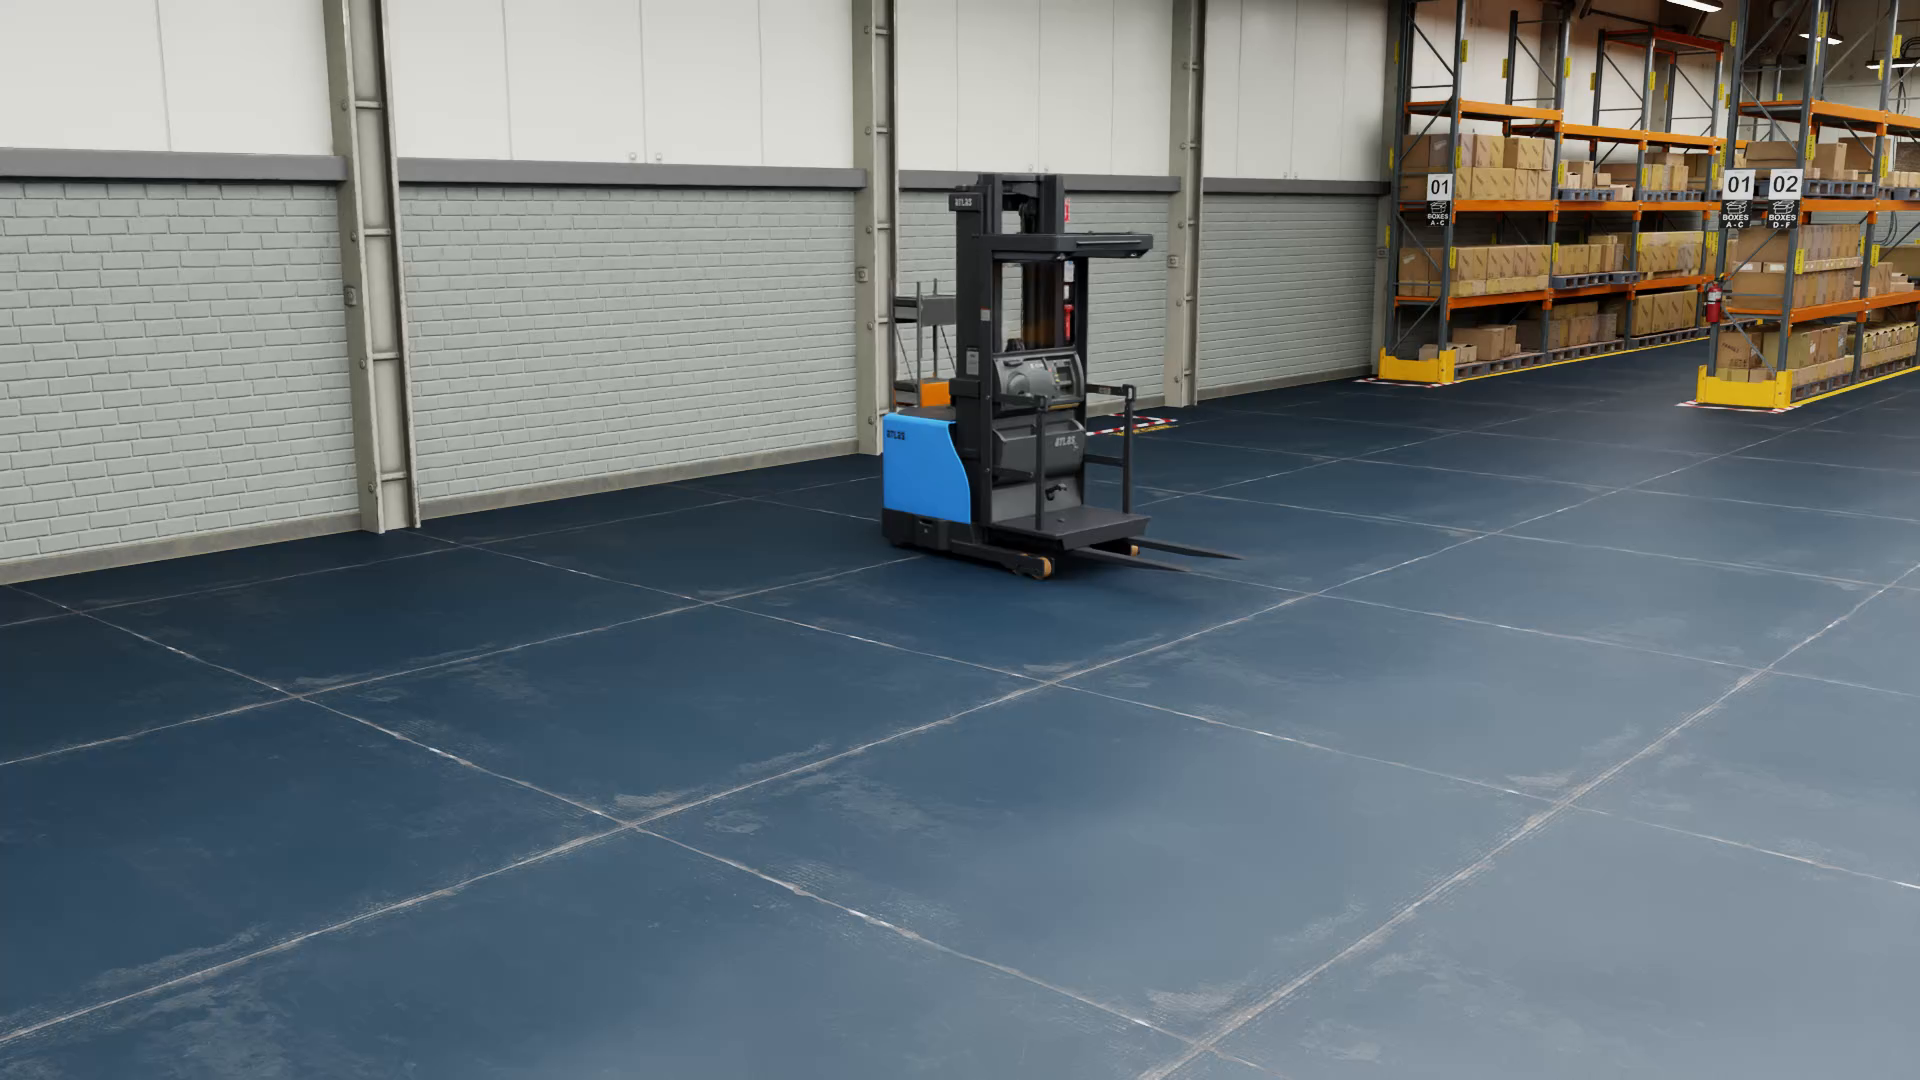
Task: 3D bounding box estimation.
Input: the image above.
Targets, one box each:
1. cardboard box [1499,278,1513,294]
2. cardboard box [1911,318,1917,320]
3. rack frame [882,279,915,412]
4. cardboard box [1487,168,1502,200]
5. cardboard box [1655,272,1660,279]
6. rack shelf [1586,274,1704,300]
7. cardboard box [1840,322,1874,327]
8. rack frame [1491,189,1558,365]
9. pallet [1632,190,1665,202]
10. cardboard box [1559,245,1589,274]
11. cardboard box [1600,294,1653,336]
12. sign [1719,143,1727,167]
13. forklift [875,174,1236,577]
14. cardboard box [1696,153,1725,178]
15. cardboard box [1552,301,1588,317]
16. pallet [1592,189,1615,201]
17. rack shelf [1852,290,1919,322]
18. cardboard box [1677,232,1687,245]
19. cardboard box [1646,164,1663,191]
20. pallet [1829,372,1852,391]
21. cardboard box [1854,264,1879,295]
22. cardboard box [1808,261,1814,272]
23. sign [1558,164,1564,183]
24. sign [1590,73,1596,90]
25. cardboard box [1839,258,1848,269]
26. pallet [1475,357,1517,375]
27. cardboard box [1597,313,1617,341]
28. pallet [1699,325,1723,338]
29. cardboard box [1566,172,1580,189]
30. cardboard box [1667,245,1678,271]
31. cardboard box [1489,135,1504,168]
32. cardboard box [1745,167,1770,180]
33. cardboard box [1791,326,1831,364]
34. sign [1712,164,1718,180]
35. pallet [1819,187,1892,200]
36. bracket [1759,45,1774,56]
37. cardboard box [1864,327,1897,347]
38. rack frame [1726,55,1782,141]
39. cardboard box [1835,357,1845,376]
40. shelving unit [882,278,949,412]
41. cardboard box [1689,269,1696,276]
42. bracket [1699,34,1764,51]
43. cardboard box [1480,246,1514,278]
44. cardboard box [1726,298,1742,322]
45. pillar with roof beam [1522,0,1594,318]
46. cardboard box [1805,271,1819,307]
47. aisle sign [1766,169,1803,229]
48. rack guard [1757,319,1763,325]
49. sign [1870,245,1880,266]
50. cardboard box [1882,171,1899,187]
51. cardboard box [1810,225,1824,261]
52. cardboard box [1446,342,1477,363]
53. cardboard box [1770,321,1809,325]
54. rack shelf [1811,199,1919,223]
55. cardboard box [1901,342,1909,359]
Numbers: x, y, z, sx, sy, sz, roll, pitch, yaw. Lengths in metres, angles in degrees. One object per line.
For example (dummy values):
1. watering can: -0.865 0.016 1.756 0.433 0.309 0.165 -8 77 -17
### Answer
1. cardboard box: 8.768 -4.201 27.420 0.500 0.250 0.500 10 15 41
2. cardboard box: 17.395 -3.716 29.916 0.500 0.500 0.500 10 15 40
3. rack frame: -0.513 -1.116 13.938 0.015 2.100 0.400 -10 15 -40
4. cardboard box: 8.329 -5.706 26.656 0.500 0.500 0.500 11 16 43
5. cardboard box: 13.700 -5.283 33.093 0.380 0.149 0.250 10 15 41
6. rack shelf: 13.800 -5.126 33.556 1.077 0.370 4.000 10 15 40
7. cardboard box: 15.297 -3.560 28.393 0.500 0.311 0.500 9 15 39
8. rack frame: 9.840 -4.596 29.066 1.000 3.000 0.127 10 15 40
9. pallet: 12.865 -6.665 32.245 1.213 0.211 1.003 11 16 43
10. cardboard box: 10.987 -5.114 30.278 0.500 0.500 0.700 -10 15 -40
11. cardboard box: 13.064 -4.428 32.638 0.750 0.750 0.750 10 15 40
12. sign: 10.524 -5.306 22.904 0.100 0.325 0.005 10 15 40
13. forklift: 0.697 -1.273 12.601 1.130 2.935 3.031 -11 16 -43
14. cardboard box: 15.802 -7.862 34.899 0.500 0.500 0.500 10 15 40
15. cardboard box: 11.285 -4.278 30.815 0.500 0.250 0.500 10 15 40
16. pallet: 11.009 -6.205 29.942 1.213 0.211 1.003 10 15 40
17. rack shelf: 14.883 -3.898 27.405 1.077 0.370 4.000 10 15 40
18. cardboard box: 14.323 -6.095 33.588 0.500 0.250 0.500 10 15 41
19. cardboard box: 13.442 -7.164 32.883 0.700 0.500 0.500 11 16 43
20. pallet: 13.007 -2.478 25.576 1.003 0.211 1.213 10 15 40
21. cardboard box: 14.430 -4.194 26.795 0.500 0.500 0.500 -11 16 -43
22. cardboard box: 11.850 -3.878 23.555 0.380 0.149 0.250 9 15 39
23. sign: 10.252 -6.252 28.376 0.100 0.325 0.005 10 15 40
24. sign: 12.061 -8.734 31.674 0.100 0.325 0.005 10 15 40
25. cardboard box: 13.036 -4.142 24.880 0.380 0.149 0.250 10 15 40
26. pallet: 8.618 -2.945 27.918 1.003 0.211 1.213 10 15 40
27. cardboard box: 12.044 -4.062 31.650 0.700 0.500 0.500 10 15 41
28. pallet: 15.681 -4.508 35.741 1.003 0.211 1.213 10 15 40
29. cardboard box: 10.667 -6.390 29.544 0.500 0.311 0.500 10 15 42
30. cardboard box: 14.012 -5.654 33.297 0.500 0.500 0.500 10 15 42
31. cardboard box: 8.335 -6.197 26.564 0.500 0.500 0.500 10 15 42
32. cardboard box: 11.485 -5.243 23.600 0.500 0.250 0.500 10 15 40
33. cardboard box: 12.436 -2.864 24.424 0.500 0.500 0.500 10 15 40
34. sign: 15.535 -7.583 34.239 0.100 0.325 0.005 10 15 40
35. pallet: 14.136 -5.465 26.245 0.805 0.209 1.217 9 14 38
36. bracket: 18.886 -11.471 38.978 0.235 0.232 0.430 10 15 40
37. cardboard box: 15.037 -3.344 27.311 0.500 0.311 0.500 10 15 42
38. rack frame: 17.761 -9.304 37.317 1.000 3.000 0.127 10 15 40
39. cardboard box: 13.084 -2.645 25.245 0.500 0.250 0.500 10 15 40
40. shelving unit: -0.329 -1.148 14.096 0.503 2.100 0.431 -10 15 -40
41. cardboard box: 14.961 -5.533 34.348 0.380 0.149 0.250 10 15 41
42. bracket: 17.174 -11.089 37.068 0.076 0.066 4.783 10 15 40
43. cardboard box: 8.751 -4.567 27.338 0.500 0.500 0.500 10 15 42
44. cardboard box: 17.044 -5.152 37.160 0.700 0.500 0.500 10 15 40
45. pillar with roof beam: 14.206 -7.491 28.240 9.100 9.000 0.548 10 15 40
46. cardboard box: 11.916 -3.634 23.993 0.700 0.500 0.500 10 15 41
47. aisle sign: 11.109 -4.594 22.414 0.394 0.787 0.004 10 15 40
48. rack guard: 17.777 -5.140 38.168 1.175 0.500 0.348 10 15 40
49. sign: 13.981 -4.348 25.411 0.100 0.325 0.005 10 15 40
50. cardboard box: 14.871 -5.833 26.910 0.500 0.250 0.500 8 14 36
51. cardboard box: 11.951 -4.280 23.916 0.700 0.500 0.500 10 15 41
52. cardboard box: 8.100 -3.079 27.211 0.500 0.311 0.500 -11 15 -43
53. cardboard box: 12.698 -3.079 25.504 0.500 0.500 0.500 10 15 40
54. rack shelf: 14.883 -5.369 27.112 1.077 0.370 4.000 10 15 40
55. cardboard box: 15.702 -3.217 28.109 0.500 0.250 0.500 10 15 40
